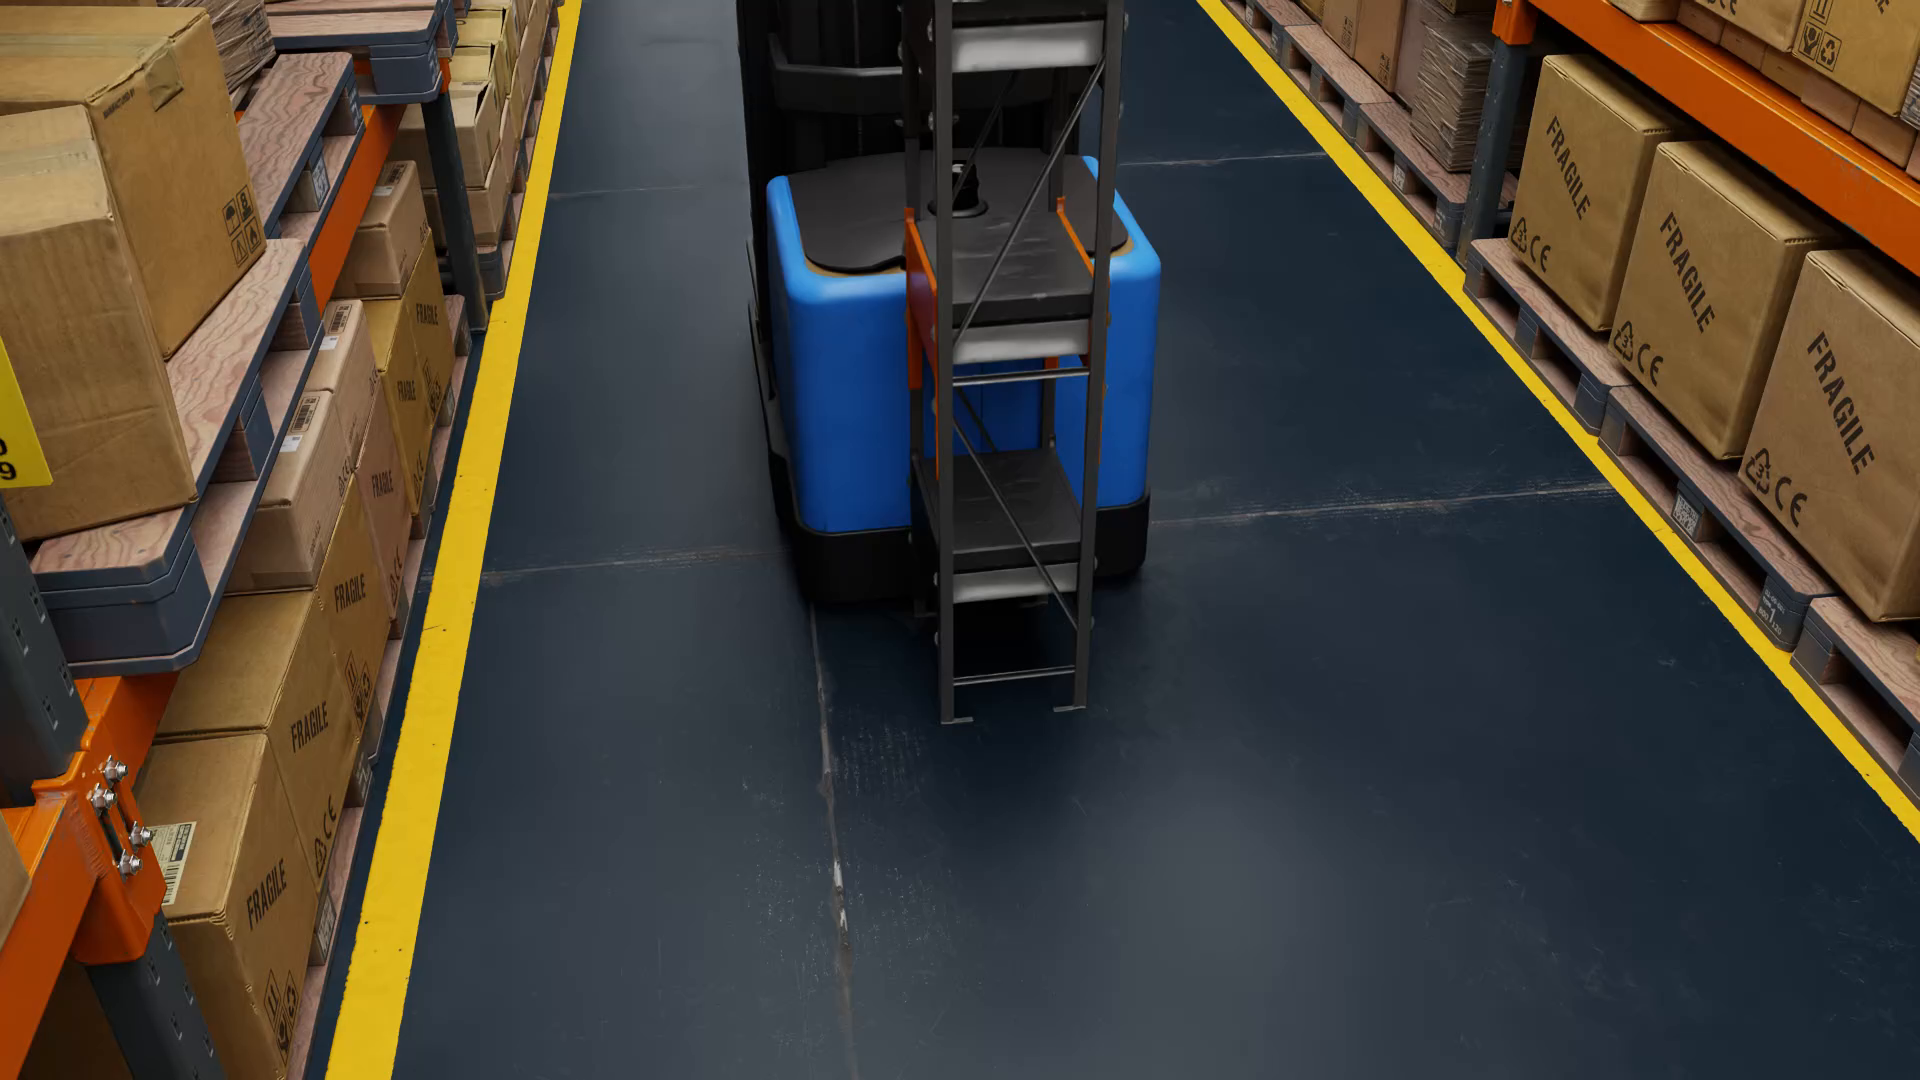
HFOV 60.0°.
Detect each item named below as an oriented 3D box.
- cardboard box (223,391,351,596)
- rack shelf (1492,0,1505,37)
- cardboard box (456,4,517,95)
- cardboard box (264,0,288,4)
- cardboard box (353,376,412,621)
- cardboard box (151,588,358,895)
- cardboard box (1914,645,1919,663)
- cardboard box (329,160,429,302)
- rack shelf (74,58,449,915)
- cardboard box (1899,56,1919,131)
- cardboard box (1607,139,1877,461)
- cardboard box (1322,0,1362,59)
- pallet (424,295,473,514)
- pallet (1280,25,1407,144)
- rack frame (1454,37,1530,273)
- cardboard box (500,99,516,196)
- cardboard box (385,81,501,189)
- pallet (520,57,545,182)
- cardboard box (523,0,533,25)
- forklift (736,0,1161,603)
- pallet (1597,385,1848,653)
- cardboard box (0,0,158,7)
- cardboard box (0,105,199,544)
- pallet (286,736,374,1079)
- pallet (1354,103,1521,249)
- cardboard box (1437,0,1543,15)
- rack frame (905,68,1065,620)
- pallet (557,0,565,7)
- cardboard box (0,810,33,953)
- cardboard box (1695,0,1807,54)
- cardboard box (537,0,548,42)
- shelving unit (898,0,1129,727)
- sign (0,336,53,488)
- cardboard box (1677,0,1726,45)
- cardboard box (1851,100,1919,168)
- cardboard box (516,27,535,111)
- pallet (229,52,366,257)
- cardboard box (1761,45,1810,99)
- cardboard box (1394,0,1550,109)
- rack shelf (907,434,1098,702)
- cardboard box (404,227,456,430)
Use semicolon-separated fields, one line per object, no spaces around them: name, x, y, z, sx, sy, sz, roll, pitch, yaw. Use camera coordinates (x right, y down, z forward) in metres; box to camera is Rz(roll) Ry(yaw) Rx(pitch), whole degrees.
cardboard box;-1.753;-0.108;3.907;0.500;0.250;0.500;-4;35;-6
rack shelf;2.307;-3.231;7.966;1.077;0.370;4.000;-4;35;-6
cardboard box;-2.257;-2.195;7.379;0.500;0.311;0.500;-5;35;-8
cardboard box;-2.136;-1.906;4.922;0.700;0.500;0.500;-16;37;-22
cardboard box;-1.828;-0.098;4.559;0.500;0.500;0.500;-6;35;-8
cardboard box;-1.701;0.464;3.735;0.500;0.500;0.500;-4;34;-6
cardboard box;2.897;0.182;3.855;0.750;0.750;0.750;-4;34;-6
cardboard box;-1.963;-0.958;5.155;0.500;0.250;0.500;-3;34;-5
rack shelf;-2.064;-0.621;4.137;1.077;0.370;4.000;-4;35;-6
cardboard box;2.664;-1.156;3.911;0.500;0.500;0.500;-4;35;-6
cardboard box;2.656;-0.787;5.278;0.750;0.750;0.750;-5;35;-7
cardboard box;2.301;-2.811;8.540;0.700;0.500;0.500;-4;34;-6
pallet;-2.270;-0.463;5.742;1.003;0.211;1.213;-4;35;-6
pallet;2.311;-2.375;8.548;1.003;0.211;1.213;-4;35;-6
rack frame;2.575;-2.412;6.125;1.000;3.000;0.127;-4;35;-6
cardboard box;-2.181;-1.667;7.101;0.500;0.250;0.500;-5;35;-8
cardboard box;-2.112;-1.618;6.531;0.500;0.311;0.500;-3;34;-5
pallet;-2.566;-2.024;8.032;1.003;0.211;1.213;-4;35;-6
cardboard box;-2.391;-2.763;8.211;0.500;0.311;0.500;-4;35;-7
forklift;-0.194;-1.848;5.359;1.130;2.935;3.031;-6;35;-8
pallet;2.768;-0.135;5.260;1.003;0.211;1.213;-4;35;-6
cardboard box;-2.093;-0.998;3.590;0.700;0.500;0.500;-13;36;-18
cardboard box;-1.637;-0.299;2.563;0.700;0.500;0.500;-16;37;-22
pallet;-1.942;0.899;3.744;1.003;0.211;1.213;-4;35;-6
pallet;2.472;-1.696;7.551;1.003;0.211;1.213;-4;35;-6
cardboard box;2.412;-2.591;7.552;0.500;0.250;0.500;-4;34;-5
rack frame;0.063;-0.655;4.347;0.400;2.100;0.015;-6;35;-8
pallet;-2.936;-3.561;10.288;1.003;0.211;1.213;-4;35;-6
cardboard box;-1.473;0.416;1.887;0.500;0.500;0.500;-4;34;-6
cardboard box;2.514;-1.724;4.745;0.500;0.500;0.500;-5;35;-7
cardboard box;-2.461;-2.812;8.782;0.500;0.250;0.500;-5;35;-7
shelving unit;0.104;-0.520;4.148;0.431;2.100;0.503;-6;35;-8
sign;-1.258;-0.205;2.119;0.100;0.325;0.005;-4;35;-6
cardboard box;2.523;-1.688;5.269;0.380;0.149;0.250;-5;35;-7
cardboard box;2.636;-1.113;4.424;0.380;0.149;0.250;-3;34;-5
cardboard box;-2.325;-2.243;7.946;0.500;0.250;0.500;-4;34;-5
pallet;-2.067;-0.870;4.034;1.003;0.211;1.213;-4;35;-6
cardboard box;2.591;-1.399;4.845;0.380;0.149;0.250;-4;34;-6
cardboard box;2.473;-2.255;7.724;0.700;0.500;0.500;-4;35;-6
rack shelf;0.104;0.070;4.550;0.431;0.518;0.480;-6;35;-8
cardboard box;-1.974;-0.679;5.412;0.500;0.500;0.500;-3;34;-5
